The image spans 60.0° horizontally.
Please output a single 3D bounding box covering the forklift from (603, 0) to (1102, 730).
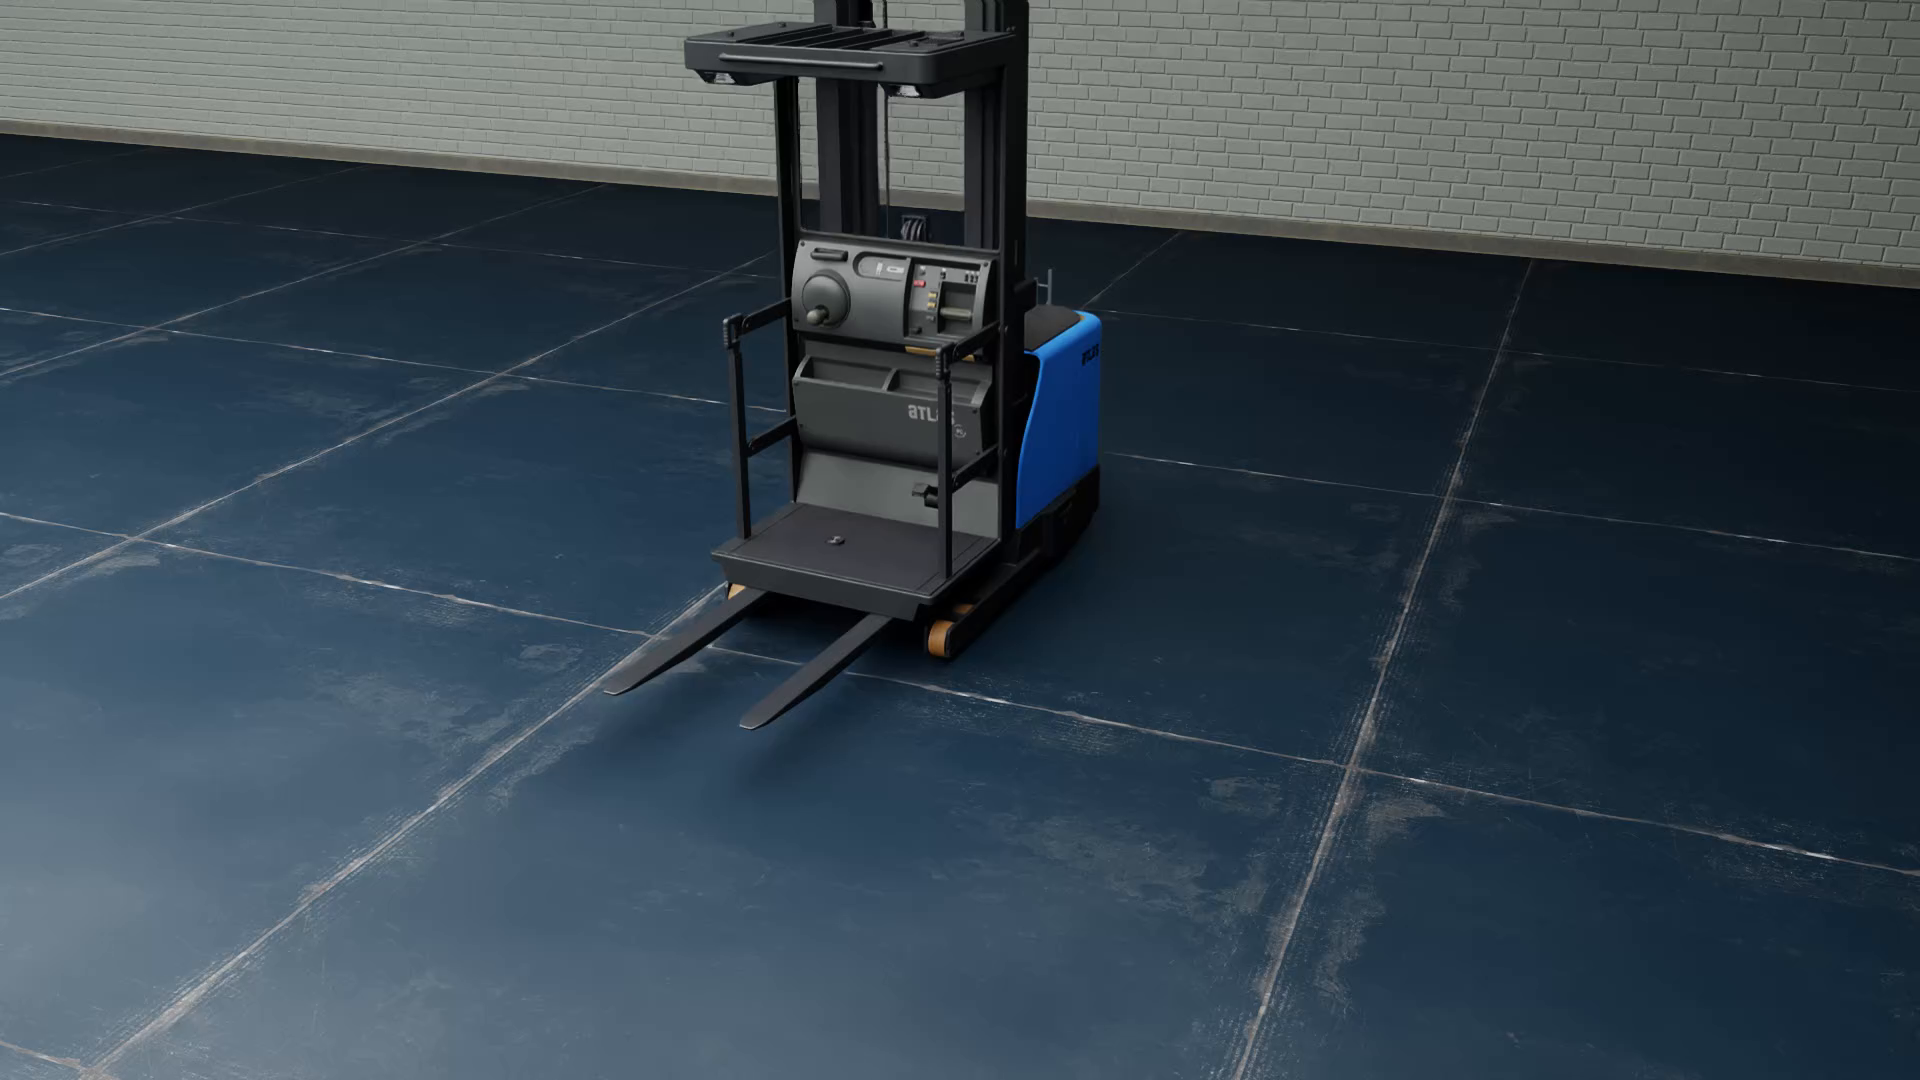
[{"bbox_3d":[-0.392,-1.041,6.940,1.130,2.935,3.031,11,25,24],"label":"forklift"}]

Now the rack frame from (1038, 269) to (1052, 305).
[{"bbox_3d":[0.357,-0.833,8.689,0.240,1.200,0.006,11,25,24],"label":"rack frame"}]

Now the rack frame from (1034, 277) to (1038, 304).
[{"bbox_3d":[0.277,-0.770,8.537,0.240,1.200,0.006,11,25,24],"label":"rack frame"}]

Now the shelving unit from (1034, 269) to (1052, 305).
[{"bbox_3d":[0.317,-0.802,8.613,0.258,1.200,0.189,11,25,24],"label":"shelving unit"}]
